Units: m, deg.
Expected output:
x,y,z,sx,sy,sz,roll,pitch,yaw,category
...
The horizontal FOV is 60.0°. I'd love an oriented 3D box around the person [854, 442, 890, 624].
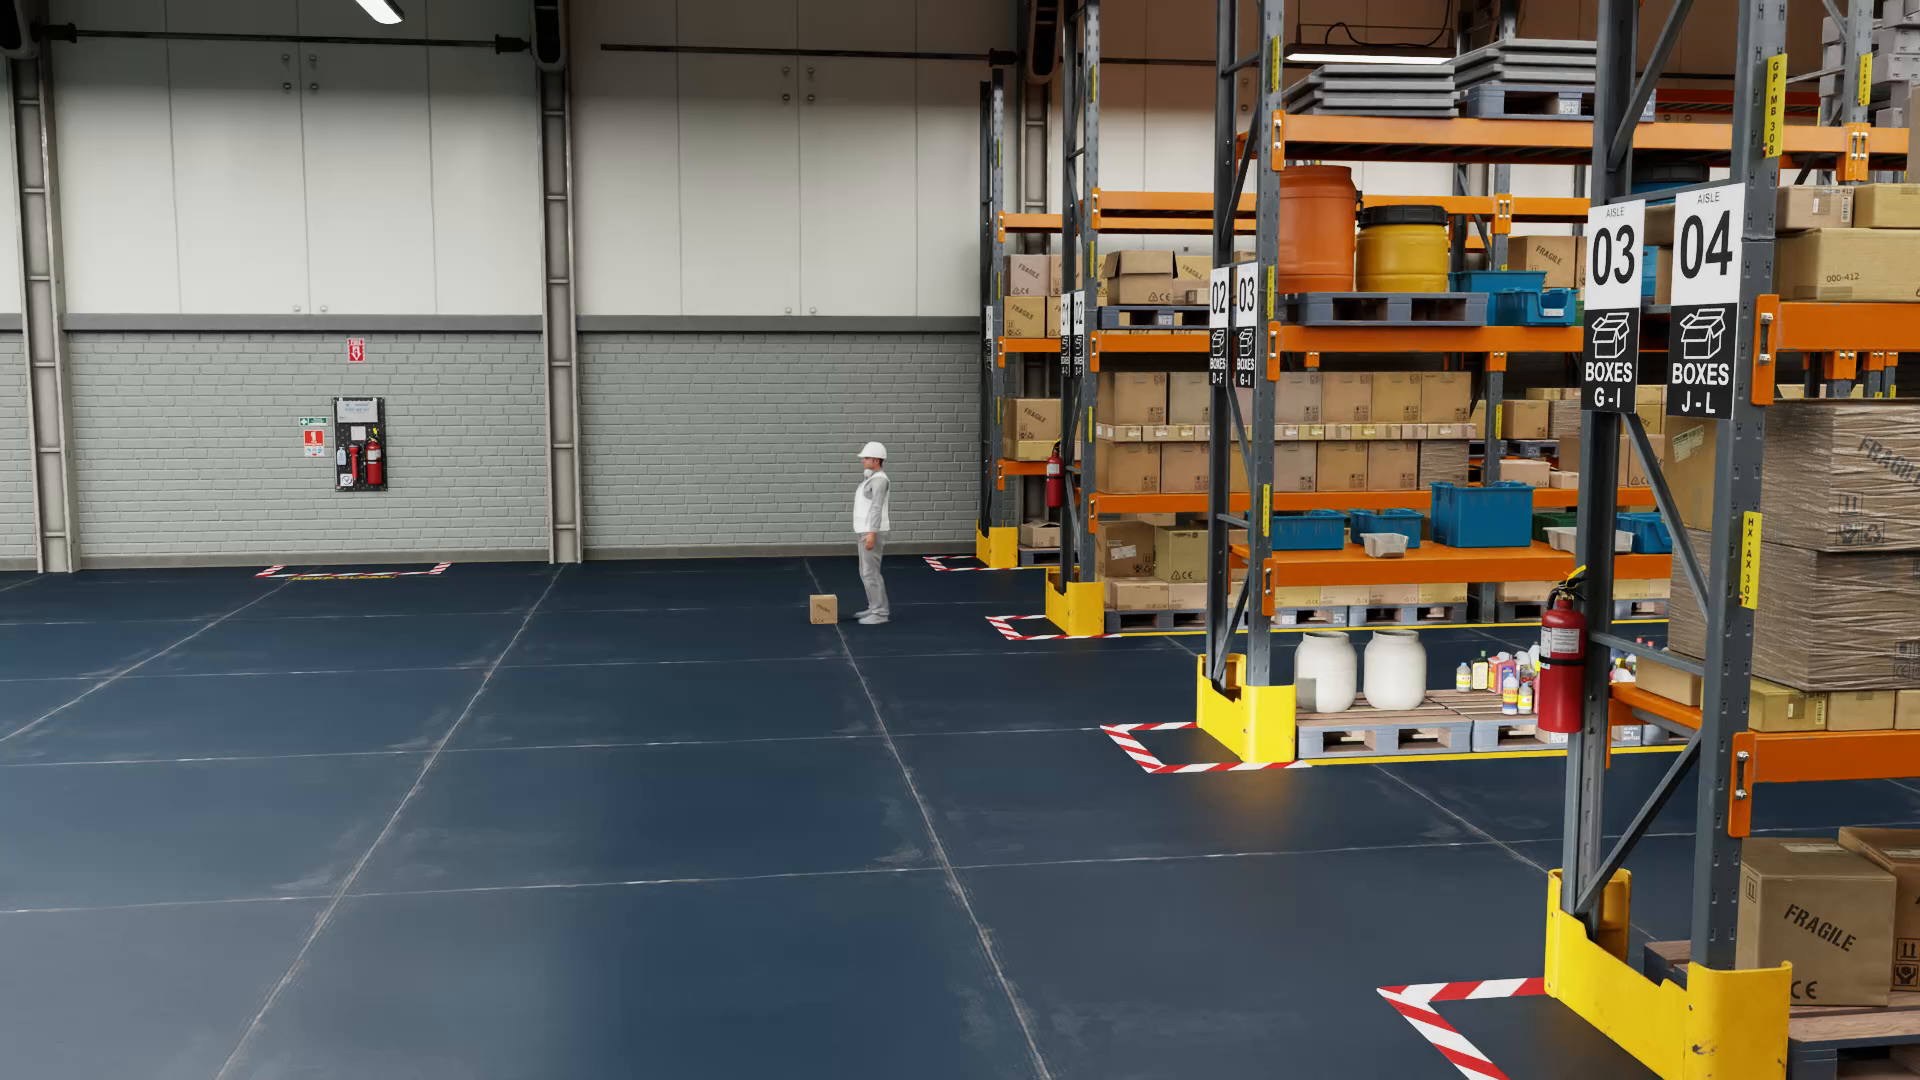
x,y,z,sx,sy,sz,roll,pitch,yaw,category
-0.864,-0.074,16.319,0.360,1.774,0.533,-1,6,-7,person
